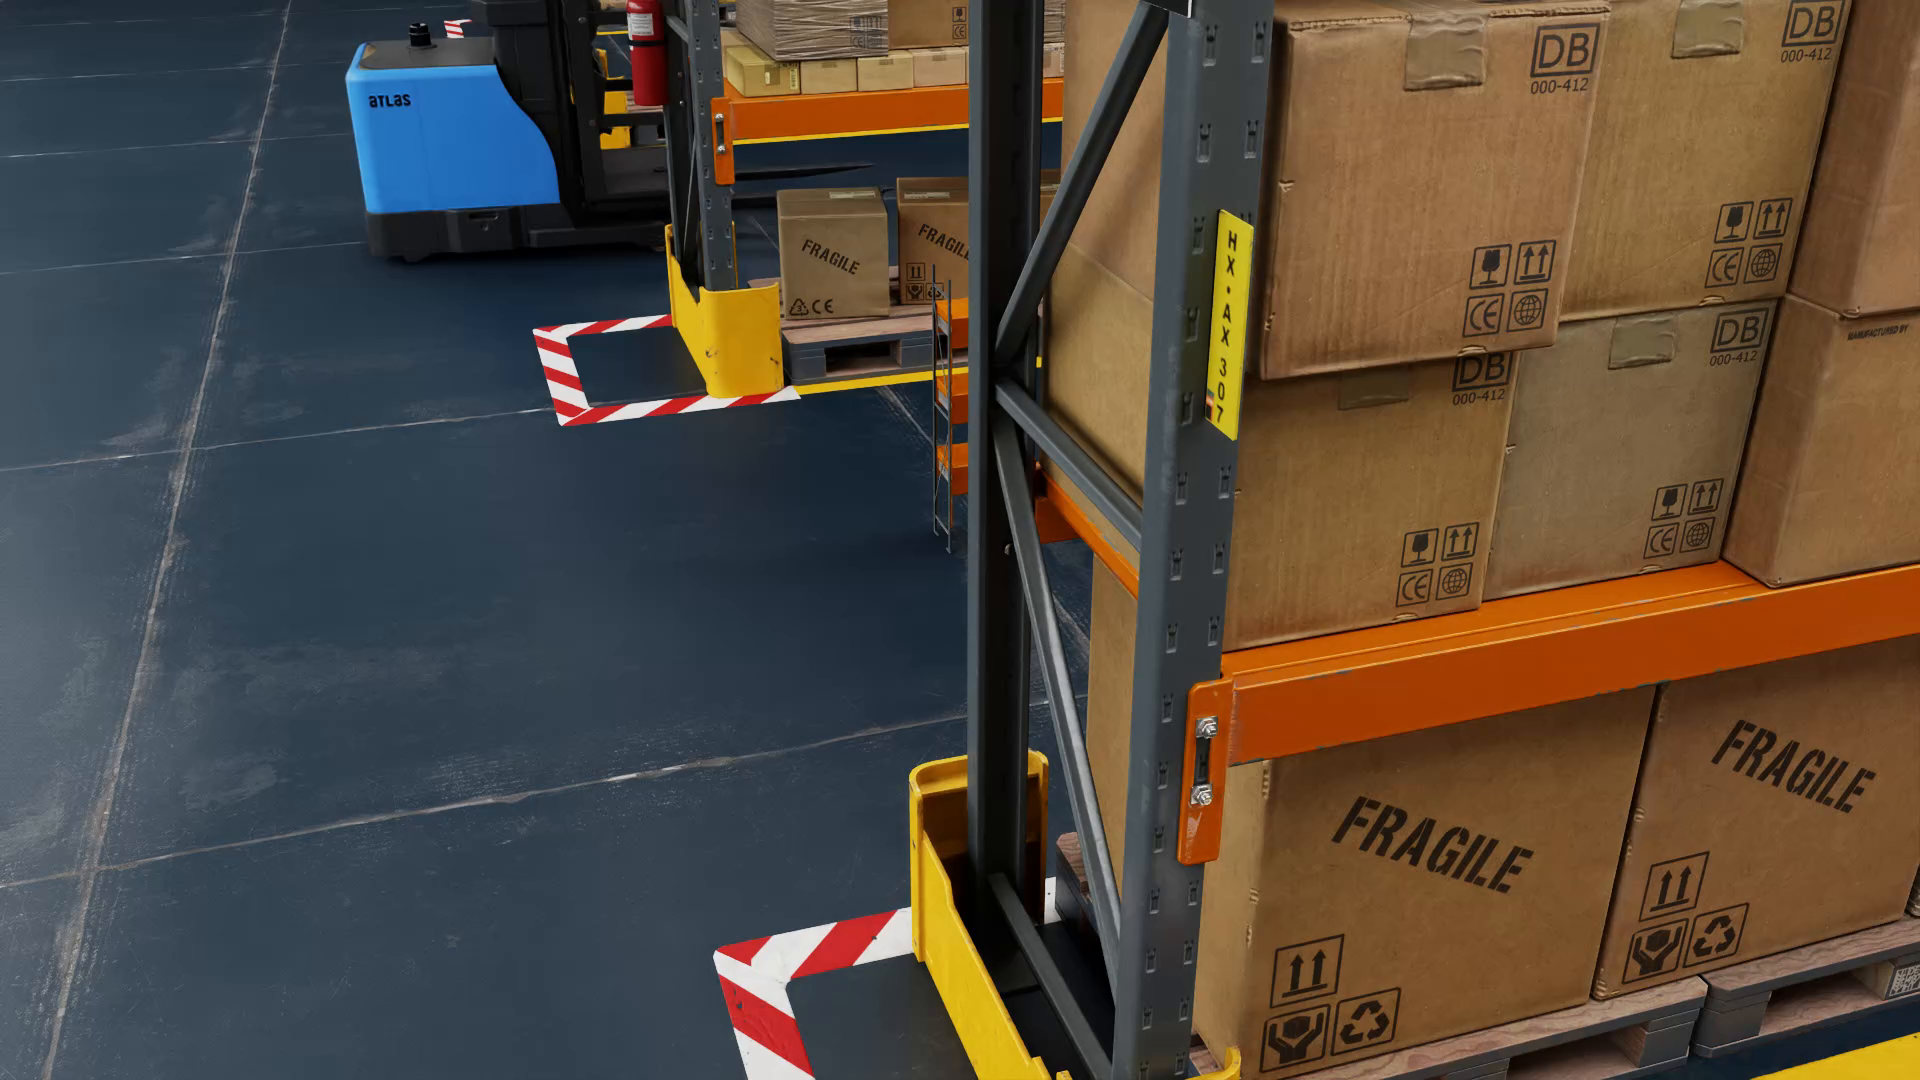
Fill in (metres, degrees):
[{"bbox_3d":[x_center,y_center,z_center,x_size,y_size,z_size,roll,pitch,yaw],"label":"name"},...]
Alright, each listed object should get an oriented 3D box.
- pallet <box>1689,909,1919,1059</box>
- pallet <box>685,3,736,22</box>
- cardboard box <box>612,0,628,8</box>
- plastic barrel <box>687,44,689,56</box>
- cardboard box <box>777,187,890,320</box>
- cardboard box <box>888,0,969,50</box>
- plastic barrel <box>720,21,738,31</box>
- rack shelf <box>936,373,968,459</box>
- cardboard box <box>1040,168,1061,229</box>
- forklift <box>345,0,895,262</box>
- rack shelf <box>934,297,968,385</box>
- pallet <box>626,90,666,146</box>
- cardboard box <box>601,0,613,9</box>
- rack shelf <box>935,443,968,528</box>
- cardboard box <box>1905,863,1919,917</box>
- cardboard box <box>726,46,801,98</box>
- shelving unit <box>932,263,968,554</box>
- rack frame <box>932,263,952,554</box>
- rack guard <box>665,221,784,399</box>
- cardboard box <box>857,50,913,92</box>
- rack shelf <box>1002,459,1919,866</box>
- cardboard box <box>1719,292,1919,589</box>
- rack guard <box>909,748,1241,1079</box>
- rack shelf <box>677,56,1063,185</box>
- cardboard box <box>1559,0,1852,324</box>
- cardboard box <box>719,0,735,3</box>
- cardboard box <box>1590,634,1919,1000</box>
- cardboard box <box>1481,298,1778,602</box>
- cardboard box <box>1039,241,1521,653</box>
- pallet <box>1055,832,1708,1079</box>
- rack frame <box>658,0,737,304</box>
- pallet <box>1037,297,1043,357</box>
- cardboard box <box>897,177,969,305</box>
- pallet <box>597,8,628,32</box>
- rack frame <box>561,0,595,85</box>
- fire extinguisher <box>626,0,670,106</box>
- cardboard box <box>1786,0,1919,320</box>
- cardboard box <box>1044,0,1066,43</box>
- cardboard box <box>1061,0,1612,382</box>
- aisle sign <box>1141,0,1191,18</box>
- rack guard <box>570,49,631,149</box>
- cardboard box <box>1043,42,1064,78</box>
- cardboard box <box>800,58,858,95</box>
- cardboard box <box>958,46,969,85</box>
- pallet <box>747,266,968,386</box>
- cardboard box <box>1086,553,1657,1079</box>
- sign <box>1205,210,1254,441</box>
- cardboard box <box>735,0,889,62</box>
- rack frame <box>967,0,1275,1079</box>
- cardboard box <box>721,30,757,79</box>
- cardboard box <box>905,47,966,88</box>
[{"bbox_3d":[2.123,0.813,4.374,1.213,0.211,1.003,-8,28,-16],"label":"pallet"},{"bbox_3d":[-2.403,-5.467,17.024,1.213,0.211,1.003,-8,28,-16],"label":"pallet"},{"bbox_3d":[-3.223,-5.433,16.440,0.500,0.250,0.500,-8,28,-16],"label":"cardboard box"},{"bbox_3d":[-2.143,-3.528,12.309,0.421,0.512,0.421,0,26,0],"label":"plastic barrel"},{"bbox_3d":[-0.612,-1.385,8.004,0.500,0.500,0.500,-3,27,-7],"label":"cardboard box"},{"bbox_3d":[-0.242,-2.599,7.665,0.500,0.500,0.875,-8,28,-16],"label":"cardboard box"},{"bbox_3d":[-1.666,-3.597,12.448,0.421,0.512,0.421,0,26,0],"label":"plastic barrel"},{"bbox_3d":[0.051,-0.468,6.036,0.240,0.259,0.215,-8,28,-16],"label":"rack shelf"},{"bbox_3d":[0.546,-1.560,8.357,0.500,0.500,0.500,-6,27,-11],"label":"cardboard box"},{"bbox_3d":[-1.941,-3.207,9.414,3.031,2.935,1.130,-6,27,-13],"label":"forklift"},{"bbox_3d":[0.051,-0.722,5.910,0.240,0.259,0.215,-8,28,-16],"label":"rack shelf"},{"bbox_3d":[-1.913,-3.222,12.503,1.213,0.211,1.003,-8,28,-16],"label":"pallet"},{"bbox_3d":[-3.697,-5.362,16.298,0.500,0.250,0.500,-8,28,-16],"label":"cardboard box"},{"bbox_3d":[0.051,-0.219,6.160,0.240,0.259,0.215,-8,28,-16],"label":"rack shelf"},{"bbox_3d":[2.556,0.269,4.251,0.875,0.875,0.875,-8,28,-16],"label":"cardboard box"},{"bbox_3d":[-0.867,-2.063,7.315,0.250,0.149,0.380,-8,28,-16],"label":"cardboard box"},{"bbox_3d":[0.051,-0.478,6.031,0.252,1.050,0.215,-8,28,-16],"label":"shelving unit"},{"bbox_3d":[-0.065,-0.461,5.998,0.008,1.050,0.200,-8,28,-16],"label":"rack frame"},{"bbox_3d":[-1.139,-1.128,7.960,0.348,0.500,1.175,-8,28,-16],"label":"rack guard"},{"bbox_3d":[-0.381,-2.117,7.424,0.250,0.149,0.380,-8,28,-16],"label":"cardboard box"},{"bbox_3d":[2.130,-0.079,3.845,4.000,0.370,1.077,-8,28,-16],"label":"rack shelf"},{"bbox_3d":[1.655,-0.372,3.458,0.550,0.550,0.875,-8,28,-16],"label":"cardboard box"},{"bbox_3d":[0.206,0.997,3.680,0.348,0.500,1.175,-8,28,-16],"label":"rack guard"},{"bbox_3d":[0.690,-2.190,8.098,4.000,0.370,1.077,-8,28,-16],"label":"rack shelf"},{"bbox_3d":[1.088,-0.826,3.158,0.550,0.550,0.875,-8,28,-16],"label":"cardboard box"},{"bbox_3d":[-2.270,-5.568,16.713,0.500,0.250,0.500,-8,28,-16],"label":"cardboard box"},{"bbox_3d":[1.689,0.394,4.000,0.875,0.875,0.875,-9,28,-17],"label":"cardboard box"},{"bbox_3d":[1.083,-0.348,3.410,0.550,0.550,0.875,-8,28,-16],"label":"cardboard box"},{"bbox_3d":[0.567,-0.264,3.239,0.550,0.550,0.875,-8,28,-16],"label":"cardboard box"},{"bbox_3d":[0.965,0.980,4.039,1.213,0.211,1.003,-8,28,-16],"label":"pallet"},{"bbox_3d":[-1.211,-2.237,7.383,0.127,3.000,1.000,-8,28,-16],"label":"rack frame"},{"bbox_3d":[0.802,-1.262,8.554,1.213,0.211,1.003,-8,28,-16],"label":"pallet"},{"bbox_3d":[-0.055,-1.481,8.199,0.500,0.500,0.500,-1,26,-3],"label":"cardboard box"},{"bbox_3d":[-3.561,-5.300,16.689,1.213,0.211,1.003,-8,28,-16],"label":"pallet"},{"bbox_3d":[-2.745,-4.331,11.601,0.127,3.000,1.000,-8,28,-16],"label":"rack frame"},{"bbox_3d":[-1.463,-2.382,7.761,0.183,0.674,0.296,-8,28,-16],"label":"fire extinguisher"},{"bbox_3d":[1.662,-0.846,3.198,0.550,0.550,0.875,-8,28,-16],"label":"cardboard box"},{"bbox_3d":[0.247,-2.649,7.766,0.500,0.500,0.875,-8,28,-16],"label":"cardboard box"},{"bbox_3d":[0.593,-0.712,2.927,0.550,0.550,0.875,-8,28,-16],"label":"cardboard box"},{"bbox_3d":[0.254,-1.154,2.277,0.004,0.787,0.394,-8,28,-16],"label":"aisle sign"},{"bbox_3d":[-2.688,-3.242,12.218,0.348,0.500,1.175,-8,28,-16],"label":"rack guard"},{"bbox_3d":[0.320,-2.238,7.667,0.250,0.149,0.380,-8,28,-16],"label":"cardboard box"},{"bbox_3d":[-0.623,-2.089,7.368,0.250,0.149,0.380,-8,28,-16],"label":"cardboard box"},{"bbox_3d":[0.091,-2.192,7.575,0.250,0.149,0.380,-8,28,-16],"label":"cardboard box"},{"bbox_3d":[-0.356,-1.096,8.219,1.213,0.211,1.003,-8,28,-16],"label":"pallet"},{"bbox_3d":[0.853,0.516,3.754,0.875,0.875,0.875,-8,28,-16],"label":"cardboard box"},{"bbox_3d":[0.395,-0.314,2.446,0.005,0.325,0.100,-8,28,-16],"label":"sign"},{"bbox_3d":[-0.680,-2.479,7.424,0.500,0.500,0.875,-8,28,-16],"label":"cardboard box"},{"bbox_3d":[0.228,-0.126,3.131,0.127,3.000,1.000,-8,28,-16],"label":"rack frame"},{"bbox_3d":[-1.004,-2.251,7.694,0.250,0.149,0.380,-8,28,-16],"label":"cardboard box"},{"bbox_3d":[-0.149,-2.161,7.511,0.250,0.149,0.380,-8,28,-16],"label":"cardboard box"}]
